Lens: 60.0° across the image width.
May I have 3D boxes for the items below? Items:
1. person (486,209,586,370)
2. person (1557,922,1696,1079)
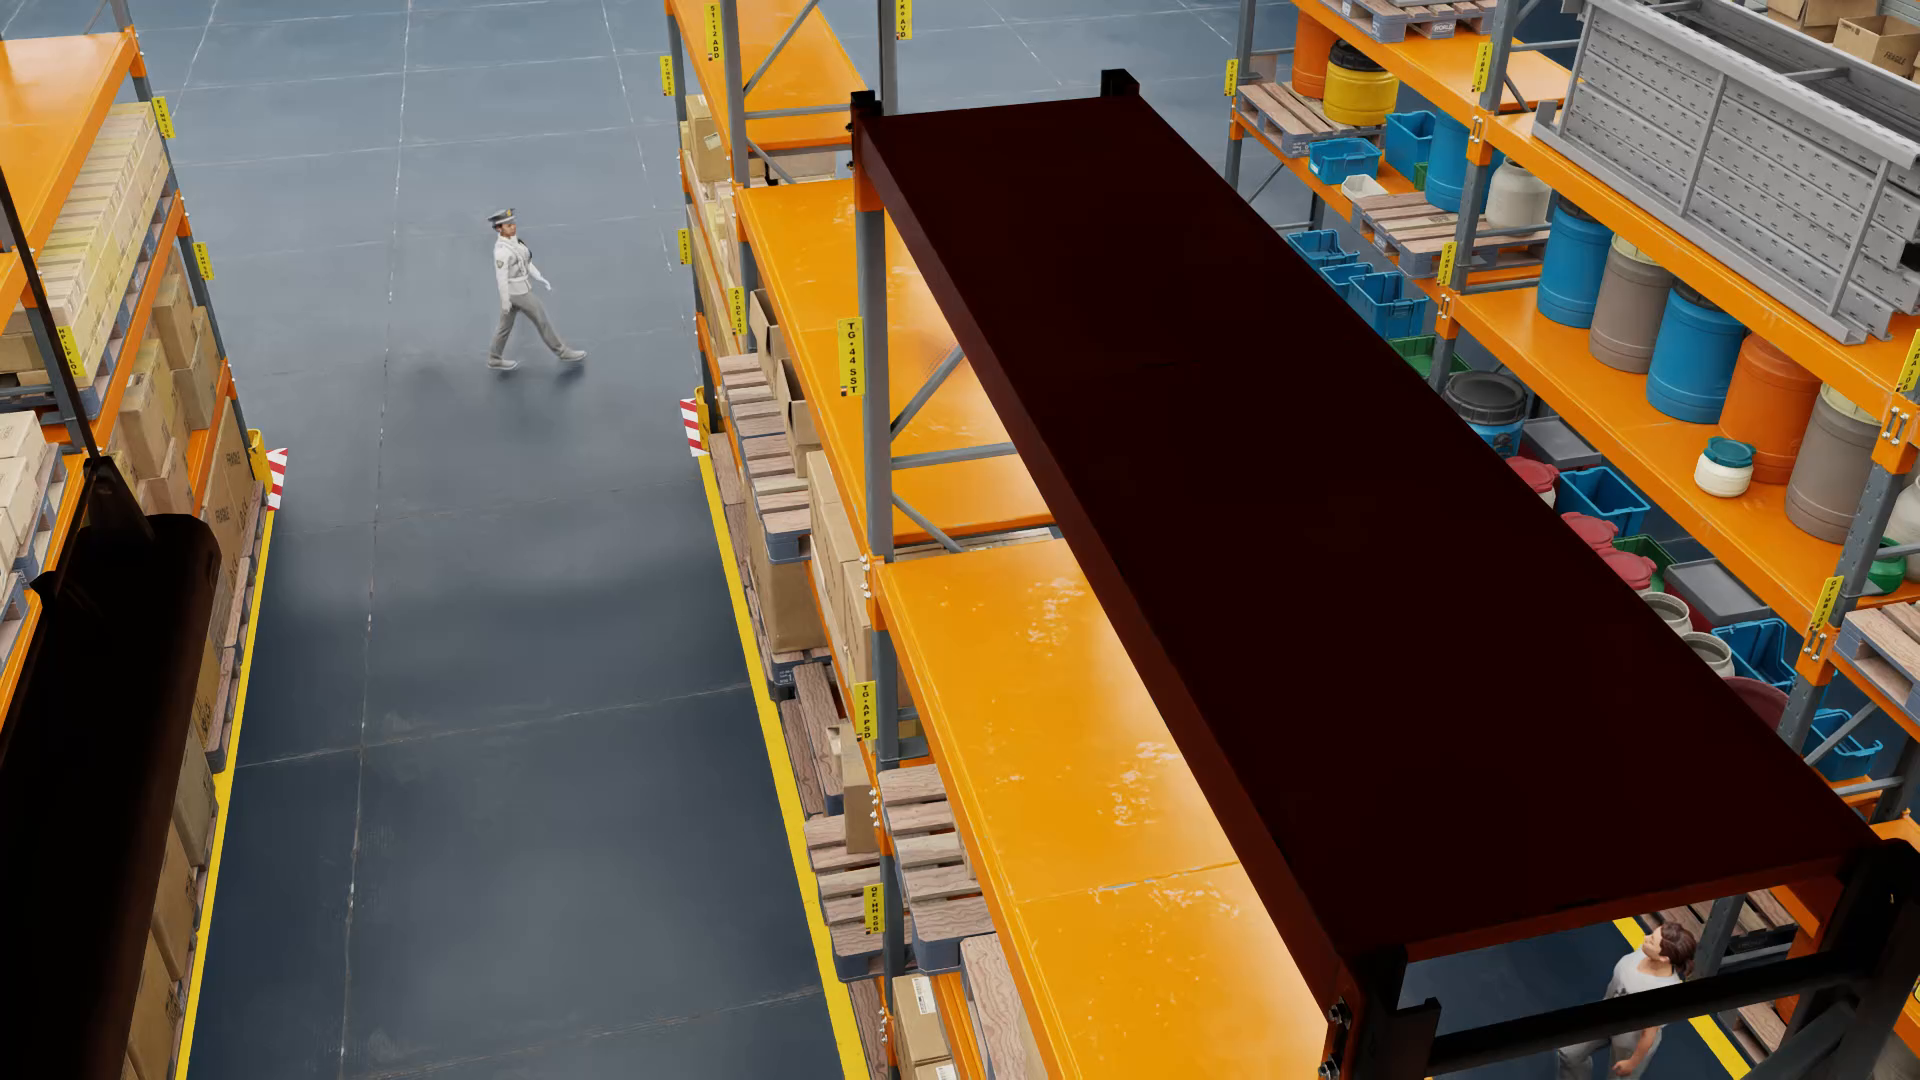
[{"bbox_3d":[-4.248,-2.465,16.199,0.936,1.643,0.459,-17,38,-23],"label":"person"},{"bbox_3d":[3.488,2.601,8.793,0.447,1.668,0.488,-6,35,-9],"label":"person"}]
